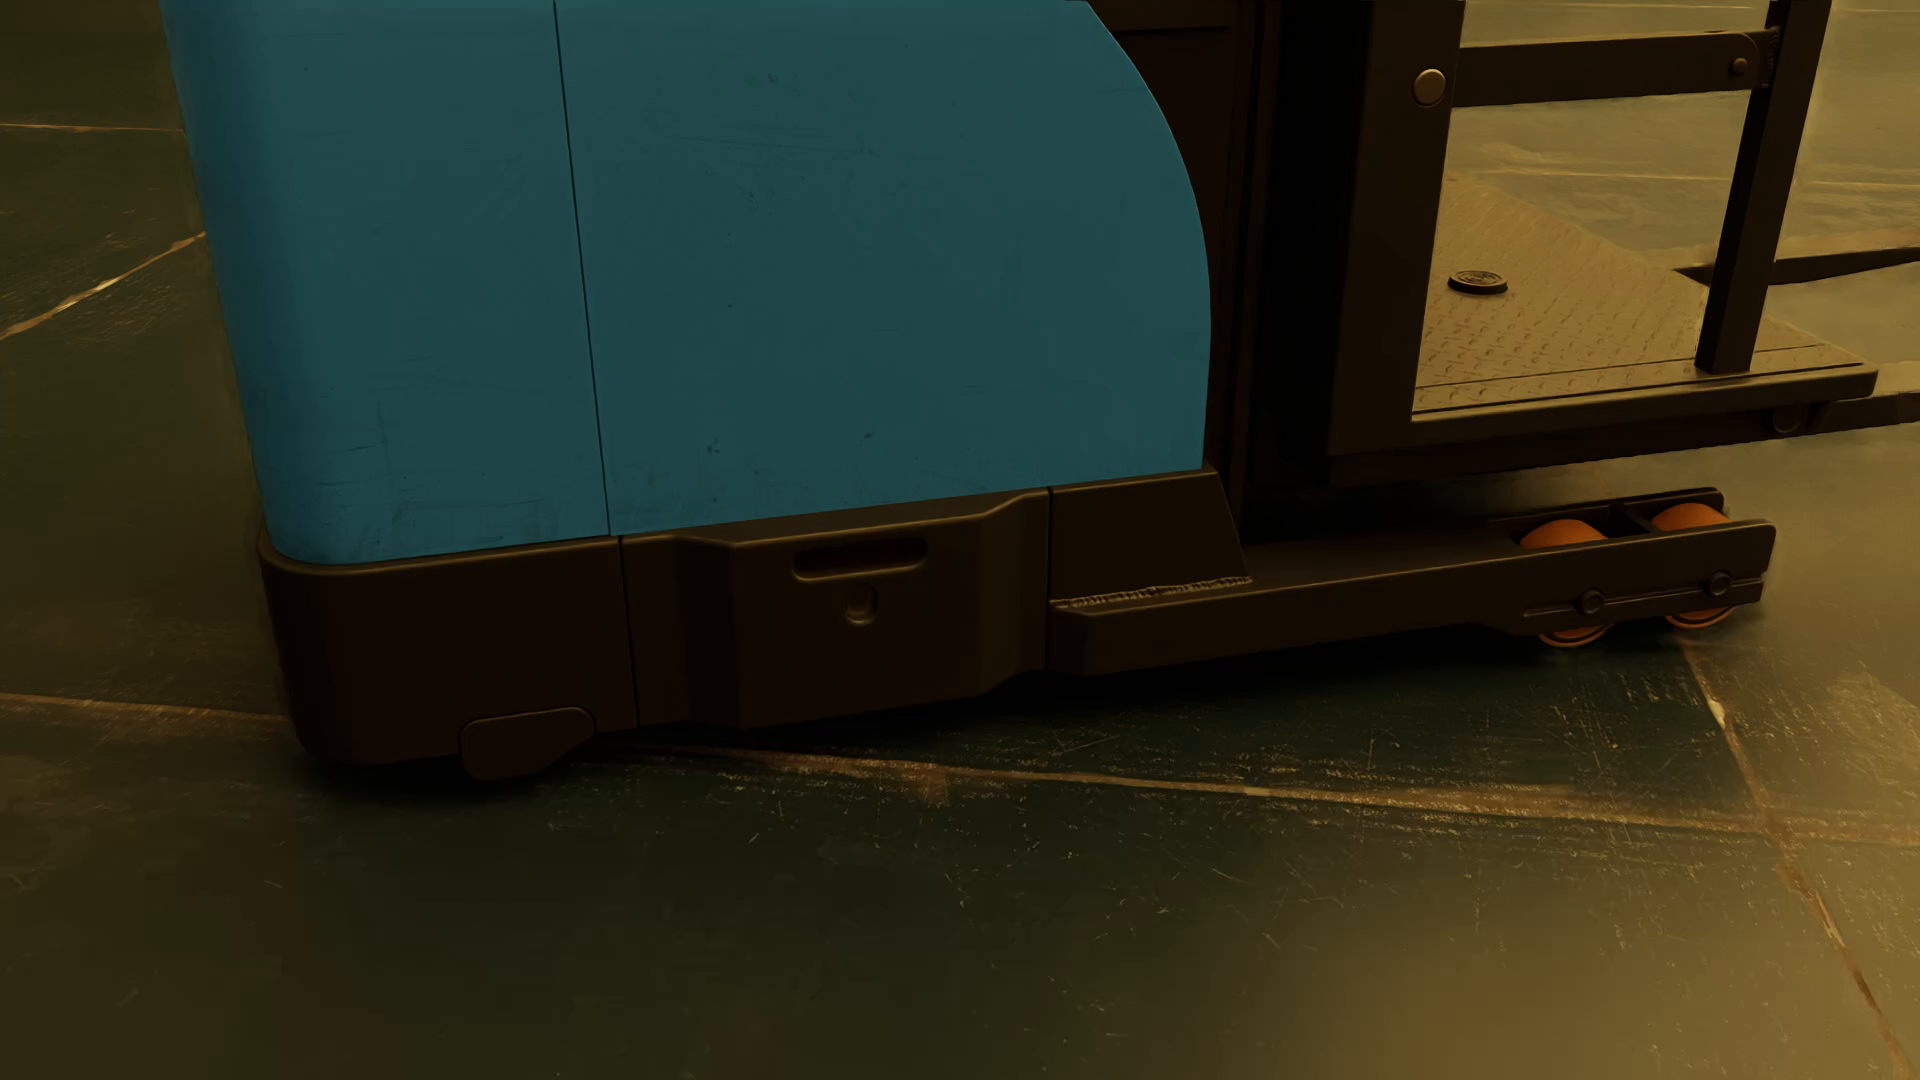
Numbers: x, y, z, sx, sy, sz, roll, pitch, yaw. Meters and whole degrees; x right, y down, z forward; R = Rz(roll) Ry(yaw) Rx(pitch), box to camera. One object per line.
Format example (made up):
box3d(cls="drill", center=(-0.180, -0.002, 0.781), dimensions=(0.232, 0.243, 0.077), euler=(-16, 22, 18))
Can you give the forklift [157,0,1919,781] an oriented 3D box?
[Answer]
box3d(cls="forklift", center=(0.591, -1.389, 2.002), dimensions=(3.031, 2.935, 1.130), euler=(-7, 27, -14))
